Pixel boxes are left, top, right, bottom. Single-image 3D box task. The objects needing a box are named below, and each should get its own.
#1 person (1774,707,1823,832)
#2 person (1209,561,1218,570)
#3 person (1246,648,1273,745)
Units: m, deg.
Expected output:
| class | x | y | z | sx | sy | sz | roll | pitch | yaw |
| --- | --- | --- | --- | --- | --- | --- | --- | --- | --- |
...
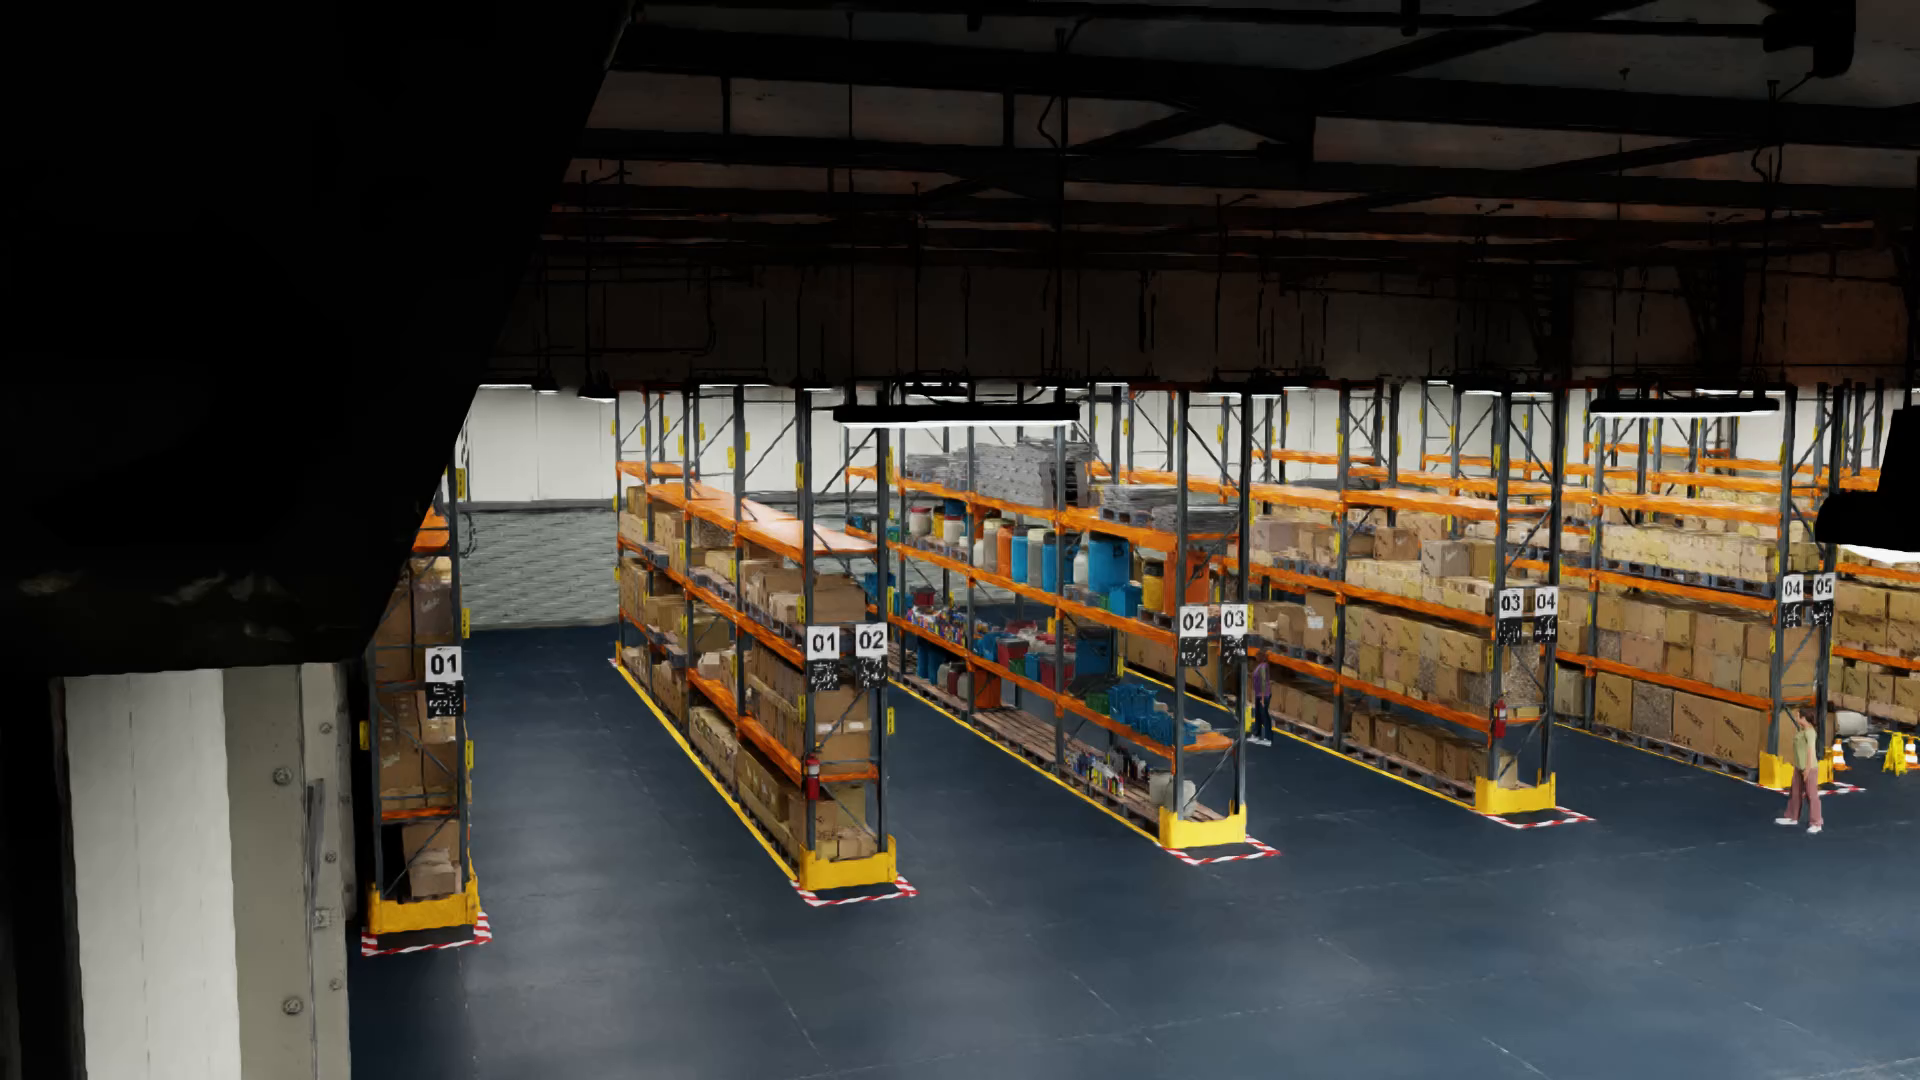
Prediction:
| class | x | y | z | sx | sy | sz | roll | pitch | yaw |
| --- | --- | --- | --- | --- | --- | --- | --- | --- | --- |
| person | 11.453 | 3.094 | 22.634 | 0.564 | 1.665 | 0.534 | 1 | 6 | 10 |
| person | 6.777 | 0.836 | 44.382 | 0.523 | 1.615 | 0.939 | 0 | 6 | 3 |
| person | 5.007 | 2.599 | 27.715 | 0.450 | 1.599 | 0.467 | 1 | 6 | 9 |
